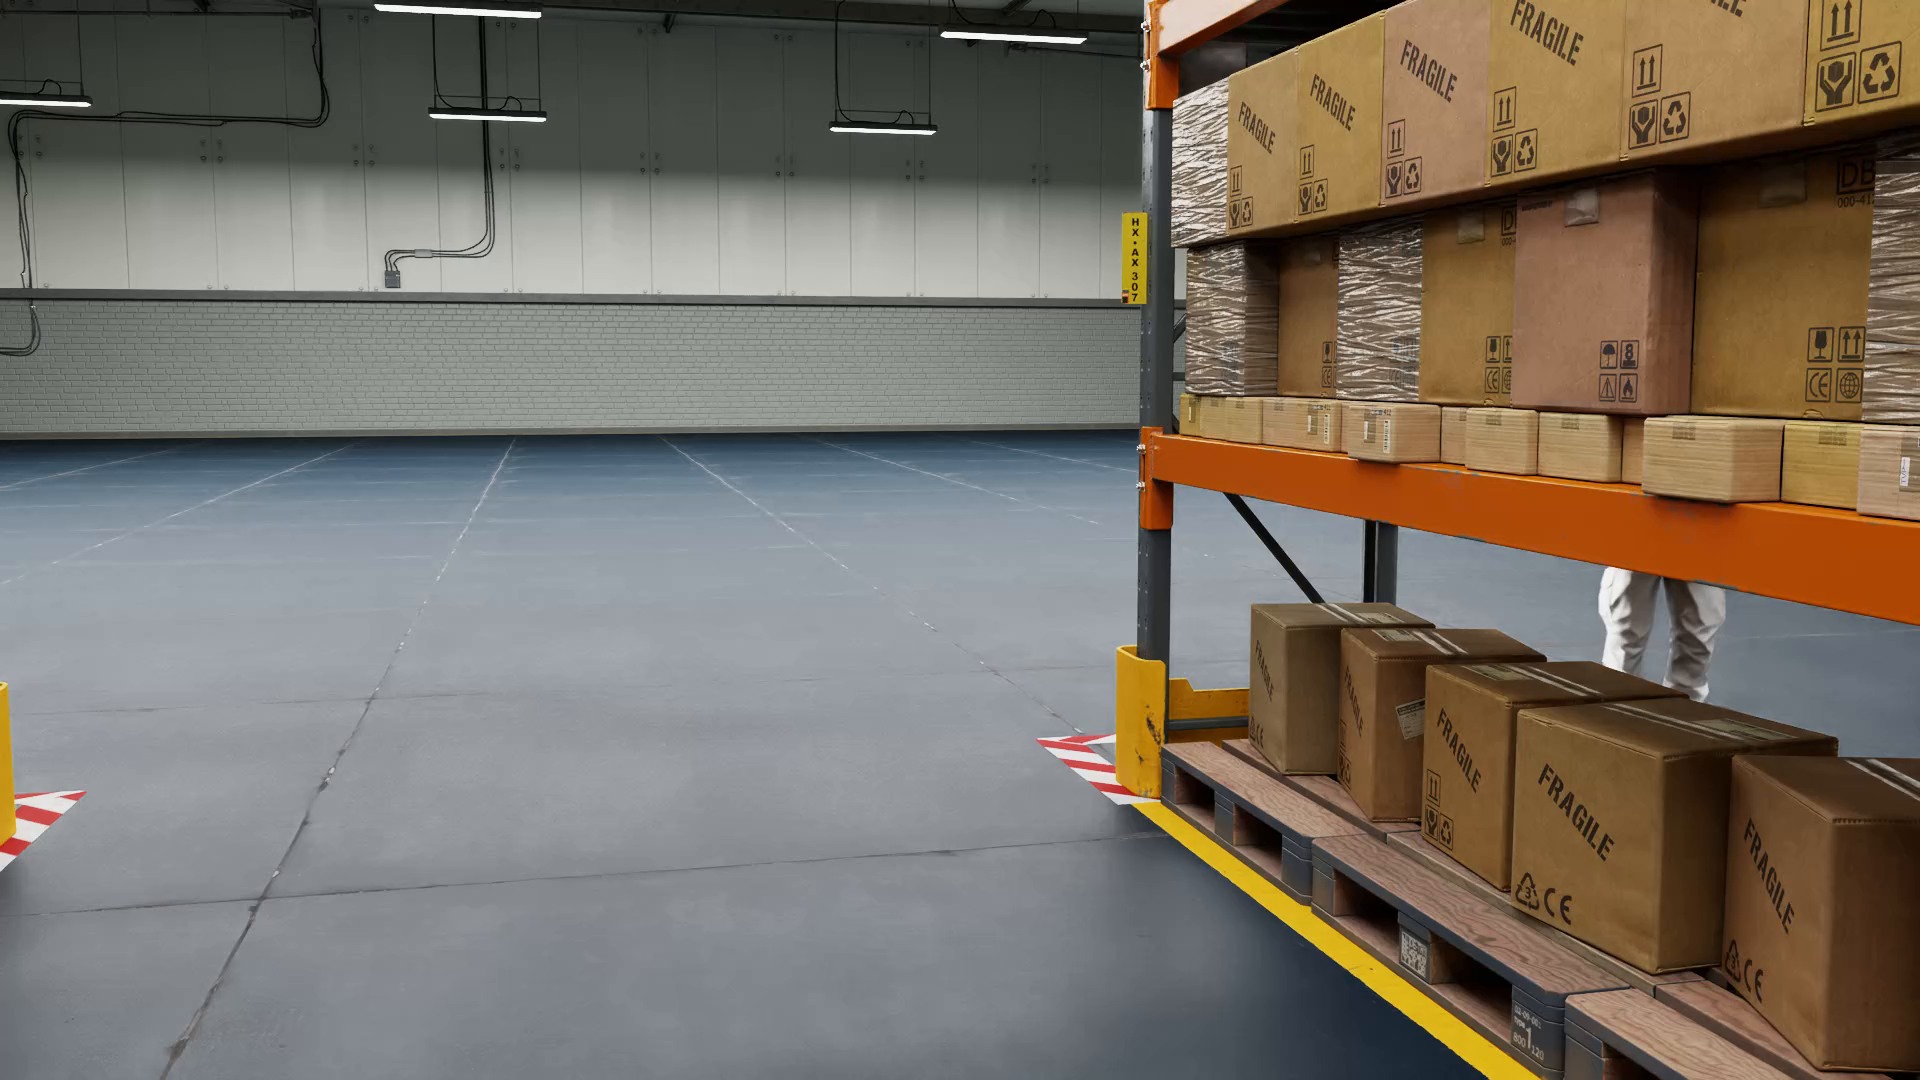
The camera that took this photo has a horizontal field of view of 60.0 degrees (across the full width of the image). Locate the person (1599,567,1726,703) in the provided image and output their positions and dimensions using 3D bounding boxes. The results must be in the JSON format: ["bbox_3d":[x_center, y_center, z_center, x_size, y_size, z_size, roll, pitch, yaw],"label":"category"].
[{"bbox_3d":[2.657,0.005,6.205,0.526,1.794,0.520,1,6,7],"label":"person"}]
